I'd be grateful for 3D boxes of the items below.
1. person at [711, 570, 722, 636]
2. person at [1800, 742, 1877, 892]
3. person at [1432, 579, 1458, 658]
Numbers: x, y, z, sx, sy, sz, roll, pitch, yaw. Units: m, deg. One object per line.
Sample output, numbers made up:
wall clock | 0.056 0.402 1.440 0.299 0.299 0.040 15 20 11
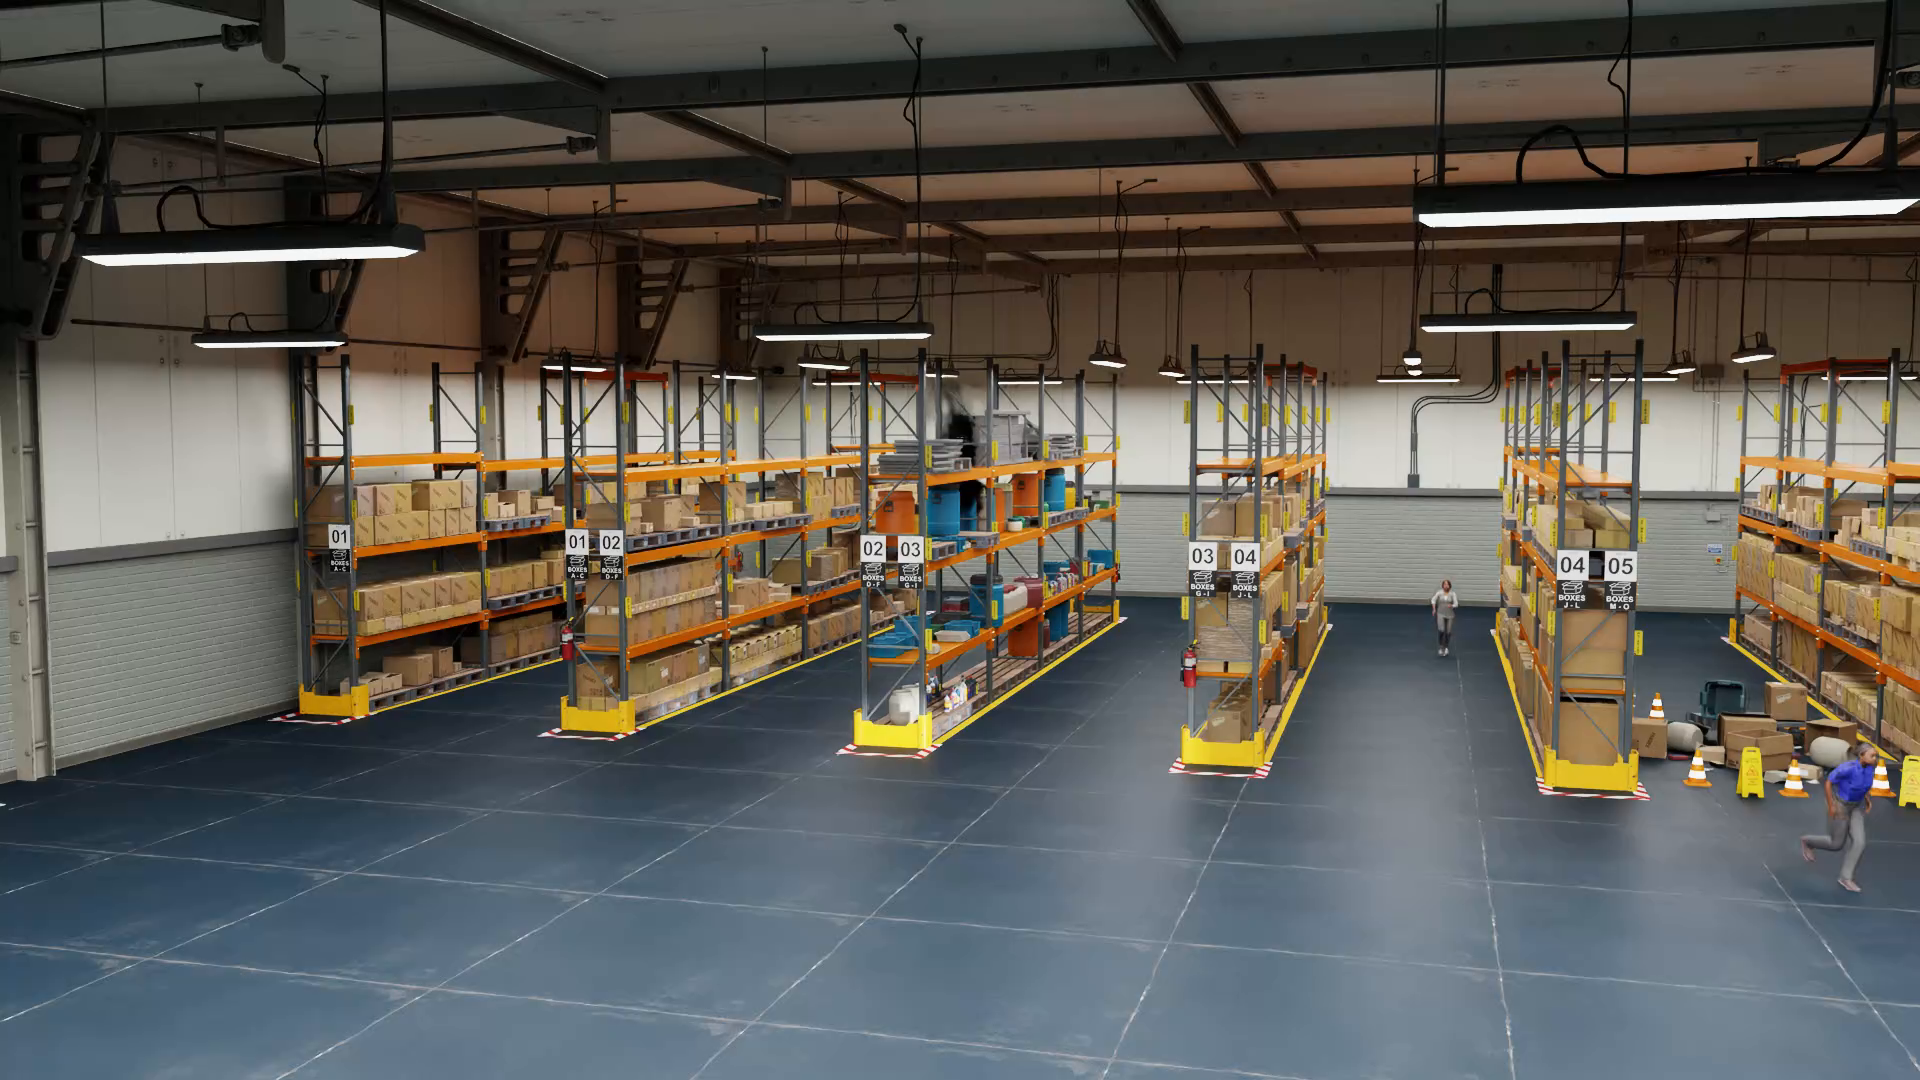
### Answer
person | -5.057 1.499 35.125 0.674 1.734 0.781 1 4 11
person | 9.412 2.957 17.801 0.575 1.504 0.847 -2 5 -26
person | 10.038 1.624 34.419 0.504 1.623 0.688 1 4 11
